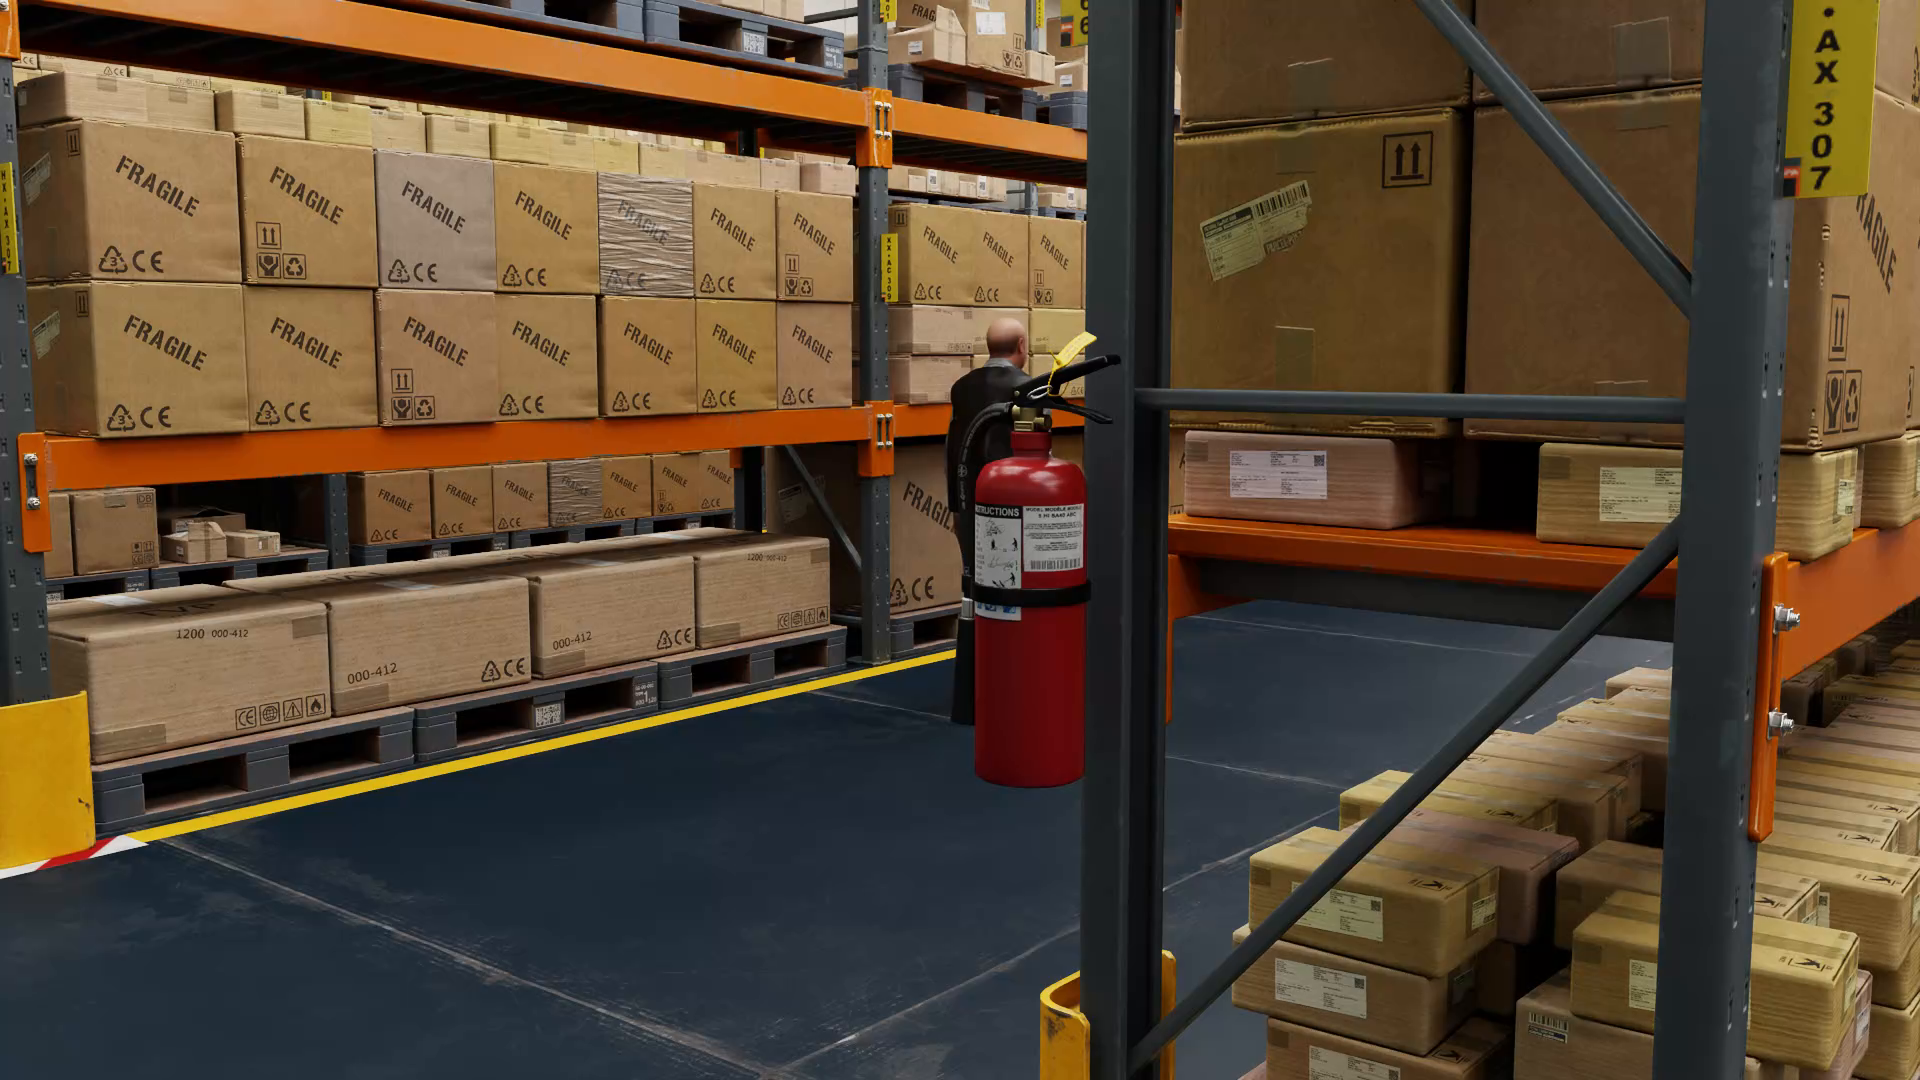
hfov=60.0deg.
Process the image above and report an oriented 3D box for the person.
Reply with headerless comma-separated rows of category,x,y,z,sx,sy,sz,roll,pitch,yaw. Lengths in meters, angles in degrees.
person,0.188,-0.125,7.403,0.580,1.721,0.367,5,8,38
